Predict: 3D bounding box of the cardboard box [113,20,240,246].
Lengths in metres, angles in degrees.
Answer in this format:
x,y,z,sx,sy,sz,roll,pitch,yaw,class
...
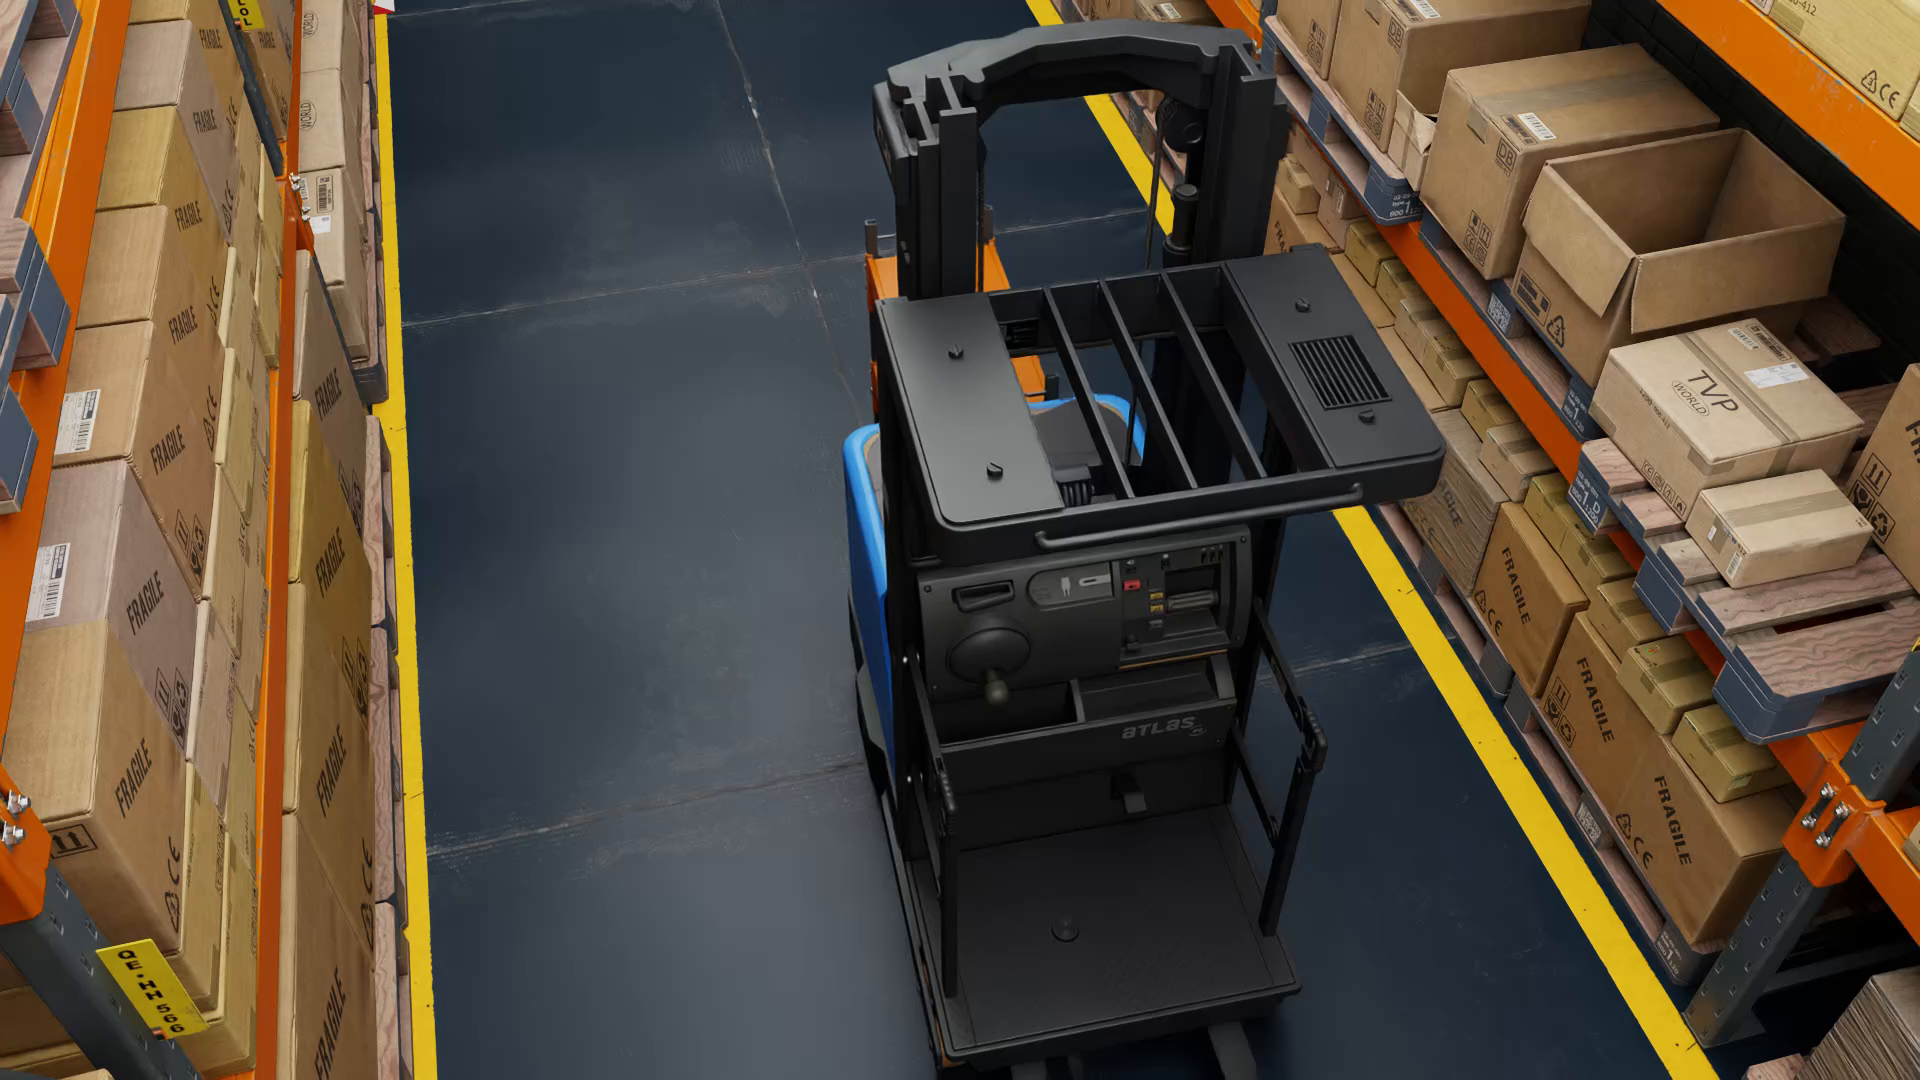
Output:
x,y,z,sx,sy,sz,roll,pitch,yaw,class
-2.542,-1.209,5.065,0.500,0.500,0.500,-10,46,-10,cardboard box

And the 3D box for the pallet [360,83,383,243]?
x,y,z,sx,sy,sz,roll,pitch,yaw,class
-3.473,-1.850,8.415,1.003,0.211,1.213,-11,47,-10,pallet

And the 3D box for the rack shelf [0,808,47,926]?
x,y,z,sx,sy,sz,roll,pitch,yaw,class
-1.502,1.902,1.189,1.077,0.370,4.000,-11,47,-10,rack shelf

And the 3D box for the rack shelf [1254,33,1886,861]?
x,y,z,sx,sy,sz,roll,pitch,yaw,class
2.271,-0.720,5.859,1.077,0.370,4.000,-11,47,-10,rack shelf

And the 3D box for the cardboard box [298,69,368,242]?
x,y,z,sx,sy,sz,roll,pitch,yaw,class
-3.325,-1.764,7.878,0.875,0.438,0.875,-12,47,-11,cardboard box

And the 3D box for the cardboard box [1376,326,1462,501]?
x,y,z,sx,sy,sz,roll,pitch,yaw,class
1.935,-0.538,6.634,0.500,0.500,0.500,-12,47,-11,cardboard box

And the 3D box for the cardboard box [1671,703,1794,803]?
x,y,z,sx,sy,sz,roll,pitch,yaw,class
2.412,0.615,5.049,0.380,0.149,0.250,-13,47,-12,cardboard box

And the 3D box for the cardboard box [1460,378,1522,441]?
x,y,z,sx,sy,sz,roll,pitch,yaw,class
2.086,-0.484,6.126,0.380,0.149,0.250,-11,47,-10,cardboard box

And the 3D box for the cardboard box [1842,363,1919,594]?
x,y,z,sx,sy,sz,roll,pitch,yaw,class
2.802,-0.157,4.439,0.500,0.500,0.500,-9,46,-8,cardboard box

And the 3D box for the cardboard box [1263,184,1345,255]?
x,y,z,sx,sy,sz,roll,pitch,yaw,class
1.665,-1.250,7.331,0.500,0.500,0.500,-9,46,-9,cardboard box

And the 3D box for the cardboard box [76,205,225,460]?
x,y,z,sx,sy,sz,roll,pitch,yaw,class
-2.284,-0.501,4.370,0.500,0.500,0.500,-10,46,-10,cardboard box

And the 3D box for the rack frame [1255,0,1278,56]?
x,y,z,sx,sy,sz,roll,pitch,yaw,class
1.759,-2.353,6.955,1.000,3.000,0.127,-11,47,-10,rack frame

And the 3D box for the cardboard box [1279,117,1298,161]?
x,y,z,sx,sy,sz,roll,pitch,yaw,class
1.818,-2.058,8.255,0.500,0.311,0.500,-9,46,-9,cardboard box

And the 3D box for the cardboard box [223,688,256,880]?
x,y,z,sx,sy,sz,roll,pitch,yaw,class
-2.045,0.637,4.131,0.500,0.250,0.500,-12,47,-11,cardboard box

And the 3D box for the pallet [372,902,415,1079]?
x,y,z,sx,sy,sz,roll,pitch,yaw,class
-2.143,1.737,4.900,1.003,0.211,1.213,-11,47,-10,pallet

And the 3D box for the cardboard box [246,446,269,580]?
x,y,z,sx,sy,sz,roll,pitch,yaw,class
-2.303,-0.067,4.820,0.500,0.250,0.500,-11,47,-10,cardboard box

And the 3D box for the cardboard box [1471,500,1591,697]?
x,y,z,sx,sy,sz,roll,pitch,yaw,class
2.212,0.176,5.933,0.500,0.500,0.500,-9,46,-9,cardboard box

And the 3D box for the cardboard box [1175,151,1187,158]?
x,y,z,sx,sy,sz,roll,pitch,yaw,class
1.241,-2.120,8.348,0.396,0.266,0.258,-9,46,-9,cardboard box

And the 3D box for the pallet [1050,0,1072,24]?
x,y,z,sx,sy,sz,roll,pitch,yaw,class
0.959,-3.535,10.067,1.003,0.211,1.213,-11,47,-10,pallet

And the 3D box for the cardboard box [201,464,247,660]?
x,y,z,sx,sy,sz,roll,pitch,yaw,class
-2.152,0.098,4.308,0.500,0.250,0.500,-11,47,-10,cardboard box

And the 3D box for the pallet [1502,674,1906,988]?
x,y,z,sx,sy,sz,roll,pitch,yaw,class
2.628,0.863,5.757,1.003,0.211,1.213,-11,47,-10,pallet

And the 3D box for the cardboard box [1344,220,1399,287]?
x,y,z,sx,sy,sz,roll,pitch,yaw,class
1.816,-1.203,6.831,0.380,0.149,0.250,-13,47,-12,cardboard box

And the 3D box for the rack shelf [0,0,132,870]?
x,y,z,sx,sy,sz,roll,pitch,yaw,class
-2.526,-0.860,3.896,1.077,0.370,4.000,-11,47,-10,rack shelf

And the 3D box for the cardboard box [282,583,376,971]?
x,y,z,sx,sy,sz,roll,pitch,yaw,class
-2.335,0.807,5.052,0.875,0.875,0.875,-10,46,-10,cardboard box

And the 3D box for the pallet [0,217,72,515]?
x,y,z,sx,sy,sz,roll,pitch,yaw,class
-2.230,-0.099,2.779,1.213,0.211,1.003,-9,46,-8,pallet

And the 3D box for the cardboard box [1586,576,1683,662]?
x,y,z,sx,sy,sz,roll,pitch,yaw,class
2.287,0.243,5.414,0.380,0.149,0.250,-12,47,-12,cardboard box

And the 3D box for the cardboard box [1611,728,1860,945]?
x,y,z,sx,sy,sz,roll,pitch,yaw,class
2.467,0.884,5.239,0.500,0.500,0.500,-9,46,-9,cardboard box

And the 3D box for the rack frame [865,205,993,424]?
x,y,z,sx,sy,sz,roll,pitch,yaw,class
-0.118,-0.858,6.803,0.500,1.125,0.032,-9,46,-8,rack frame

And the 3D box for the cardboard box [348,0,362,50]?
x,y,z,sx,sy,sz,roll,pitch,yaw,class
-3.797,-3.017,9.106,0.875,0.438,0.875,-12,47,-12,cardboard box

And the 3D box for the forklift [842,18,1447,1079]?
x,y,z,sx,sy,sz,roll,pitch,yaw,class
0.396,0.303,4.401,1.130,2.935,3.031,-9,46,-8,forklift

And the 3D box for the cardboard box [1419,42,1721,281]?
x,y,z,sx,sy,sz,roll,pitch,yaw,class
2.000,-1.260,5.521,0.700,0.500,0.500,-11,47,-11,cardboard box

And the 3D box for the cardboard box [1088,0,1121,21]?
x,y,z,sx,sy,sz,roll,pitch,yaw,class
1.020,-2.966,9.013,0.500,0.500,0.500,-10,46,-10,cardboard box

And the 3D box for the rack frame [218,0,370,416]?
x,y,z,sx,sy,sz,roll,pitch,yaw,class
-3.038,-1.442,6.063,1.000,3.000,0.127,-11,47,-10,rack frame

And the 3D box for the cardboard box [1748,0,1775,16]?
x,y,z,sx,sy,sz,roll,pitch,yaw,class
2.159,-1.591,4.213,0.500,0.250,0.500,-11,47,-10,cardboard box

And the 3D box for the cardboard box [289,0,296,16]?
x,y,z,sx,sy,sz,roll,pitch,yaw,class
-3.151,-2.542,7.071,0.500,0.500,0.500,-10,47,-10,cardboard box

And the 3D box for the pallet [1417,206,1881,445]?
x,y,z,sx,sy,sz,roll,pitch,yaw,class
2.281,-0.866,5.632,1.003,0.211,1.213,-11,47,-10,pallet

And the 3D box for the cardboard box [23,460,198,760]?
x,y,z,sx,sy,sz,roll,pitch,yaw,class
-2.041,0.208,3.676,0.500,0.500,0.500,-11,47,-10,cardboard box

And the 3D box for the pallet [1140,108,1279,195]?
x,y,z,sx,sy,sz,roll,pitch,yaw,class
1.584,-1.851,8.416,1.003,0.211,1.213,-11,47,-10,pallet

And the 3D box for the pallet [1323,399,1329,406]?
x,y,z,sx,sy,sz,roll,pitch,yaw,class
2.004,-0.822,7.408,1.003,0.211,1.213,-11,47,-10,pallet

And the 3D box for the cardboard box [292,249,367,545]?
x,y,z,sx,sy,sz,roll,pitch,yaw,class
-2.802,-0.432,6.267,0.875,0.875,0.875,-9,46,-9,cardboard box

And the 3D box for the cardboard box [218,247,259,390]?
x,y,z,sx,sy,sz,roll,pitch,yaw,class
-2.417,-0.605,4.997,0.500,0.250,0.500,-10,46,-9,cardboard box

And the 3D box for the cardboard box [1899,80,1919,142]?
x,y,z,sx,sy,sz,roll,pitch,yaw,class
2.417,-0.898,3.535,0.500,0.250,0.500,-12,47,-12,cardboard box

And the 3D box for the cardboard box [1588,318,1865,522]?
x,y,z,sx,sy,sz,roll,pitch,yaw,class
2.200,-0.355,4.808,0.500,0.250,0.500,-13,47,-12,cardboard box

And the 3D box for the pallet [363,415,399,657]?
x,y,z,sx,sy,sz,roll,pitch,yaw,class
-2.768,0.052,6.551,1.003,0.211,1.213,-11,47,-10,pallet

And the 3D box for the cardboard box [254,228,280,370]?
x,y,z,sx,sy,sz,roll,pitch,yaw,class
-2.551,-0.775,5.514,0.500,0.250,0.500,-11,47,-11,cardboard box

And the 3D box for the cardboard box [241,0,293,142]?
x,y,z,sx,sy,sz,roll,pitch,yaw,class
-2.905,-1.849,6.392,0.500,0.500,0.500,-9,46,-9,cardboard box

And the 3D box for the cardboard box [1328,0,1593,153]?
x,y,z,sx,sy,sz,roll,pitch,yaw,class
1.799,-1.802,6.052,0.700,0.500,0.500,-10,46,-10,cardboard box

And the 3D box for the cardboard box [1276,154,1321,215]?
x,y,z,sx,sy,sz,roll,pitch,yaw,class
1.594,-1.555,7.176,0.380,0.149,0.250,-9,46,-8,cardboard box

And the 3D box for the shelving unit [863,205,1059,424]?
x,y,z,sx,sy,sz,roll,pitch,yaw,class
-0.013,-0.503,6.455,0.538,1.125,1.048,-9,46,-8,shelving unit

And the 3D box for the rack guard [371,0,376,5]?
x,y,z,sx,sy,sz,roll,pitch,yaw,class
-4.068,-3.346,9.679,1.175,0.500,0.348,-11,47,-10,rack guard

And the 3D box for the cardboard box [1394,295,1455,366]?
x,y,z,sx,sy,sz,roll,pitch,yaw,class
1.927,-0.837,6.472,0.380,0.149,0.250,-11,47,-10,cardboard box

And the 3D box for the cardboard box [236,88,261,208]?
x,y,z,sx,sy,sz,roll,pitch,yaw,class
-2.690,-1.305,5.684,0.500,0.250,0.500,-11,47,-10,cardboard box

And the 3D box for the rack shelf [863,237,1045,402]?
x,y,z,sx,sy,sz,roll,pitch,yaw,class
-0.013,-0.708,6.246,0.538,0.278,1.000,-9,46,-8,rack shelf

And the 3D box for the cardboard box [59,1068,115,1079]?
x,y,z,sx,sy,sz,roll,pitch,yaw,class
-1.629,1.296,2.807,0.500,0.500,0.500,-12,47,-11,cardboard box

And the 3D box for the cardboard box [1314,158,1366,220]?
x,y,z,sx,sy,sz,roll,pitch,yaw,class
1.706,-1.489,6.903,0.380,0.149,0.250,-13,47,-12,cardboard box

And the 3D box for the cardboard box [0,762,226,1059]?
x,y,z,sx,sy,sz,roll,pitch,yaw,class
-1.905,0.802,3.619,0.500,0.250,0.500,-11,47,-11,cardboard box

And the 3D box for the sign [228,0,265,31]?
x,y,z,sx,sy,sz,roll,pitch,yaw,class
-2.516,-1.926,5.782,0.100,0.325,0.005,-11,47,-10,sign

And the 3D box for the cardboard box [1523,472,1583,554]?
x,y,z,sx,sy,sz,roll,pitch,yaw,class
2.199,-0.120,5.769,0.380,0.149,0.250,-11,47,-11,cardboard box
